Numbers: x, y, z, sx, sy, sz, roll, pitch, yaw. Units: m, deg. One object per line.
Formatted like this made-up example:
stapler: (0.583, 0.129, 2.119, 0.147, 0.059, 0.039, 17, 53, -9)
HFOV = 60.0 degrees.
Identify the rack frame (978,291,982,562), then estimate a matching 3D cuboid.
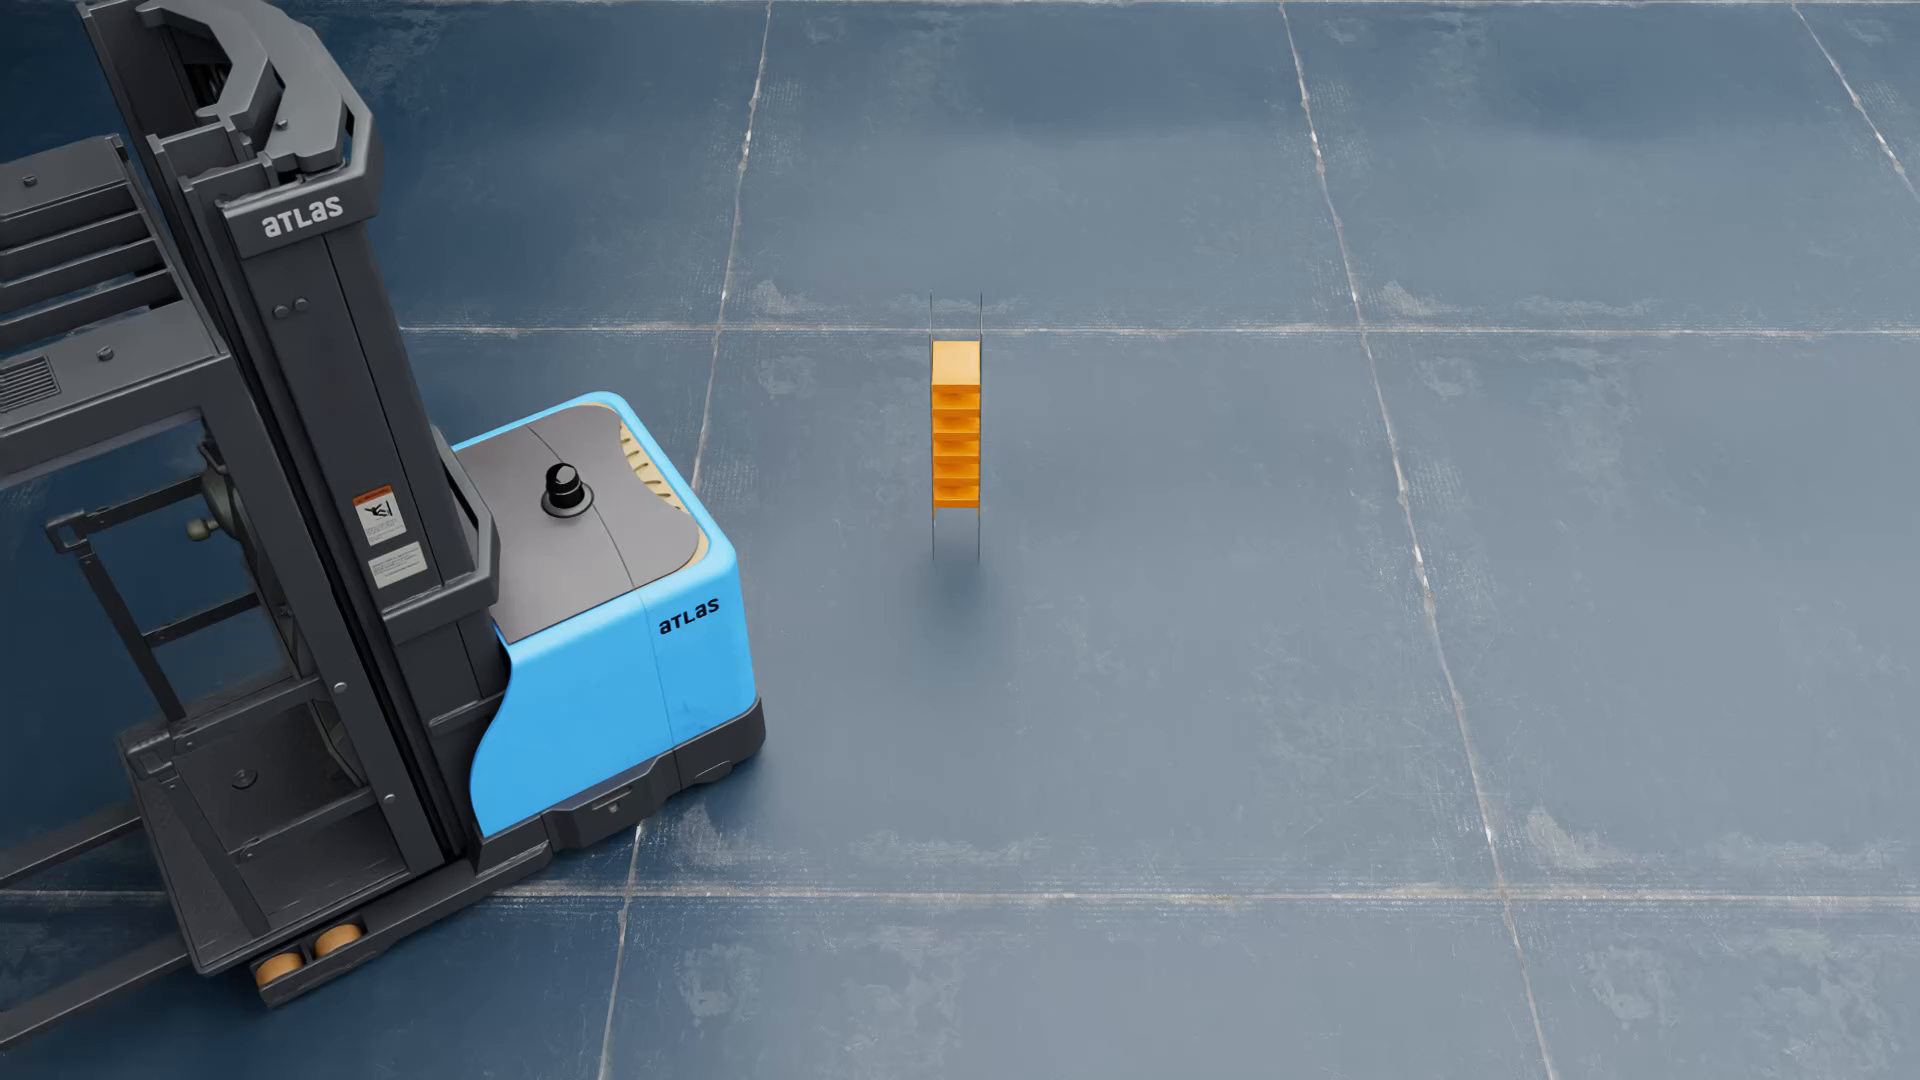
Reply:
rack frame: (0.077, -0.409, 6.391, 0.006, 1.200, 0.240, 0, 47, 0)

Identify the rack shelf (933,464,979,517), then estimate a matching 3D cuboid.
rack shelf: (-0.014, -0.215, 6.600, 0.180, 0.103, 0.258, 0, 47, 0)

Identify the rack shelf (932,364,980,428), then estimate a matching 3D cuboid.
rack shelf: (-0.014, -0.542, 6.248, 0.180, 0.103, 0.258, 0, 47, 0)

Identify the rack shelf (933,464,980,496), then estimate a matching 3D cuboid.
rack shelf: (-0.014, -0.297, 6.512, 0.180, 0.103, 0.258, 0, 47, 0)

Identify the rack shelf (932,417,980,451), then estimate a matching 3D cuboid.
rack shelf: (-0.014, -0.460, 6.336, 0.180, 0.103, 0.258, 0, 47, 0)

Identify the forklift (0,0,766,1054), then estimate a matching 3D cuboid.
forklift: (-2.227, 0.060, 4.772, 3.031, 2.935, 1.130, -25, 52, -21)

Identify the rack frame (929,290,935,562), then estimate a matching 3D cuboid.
rack frame: (-0.106, -0.409, 6.392, 0.006, 1.200, 0.240, 0, 47, 0)

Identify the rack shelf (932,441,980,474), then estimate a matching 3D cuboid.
rack shelf: (-0.014, -0.379, 6.424, 0.180, 0.103, 0.258, 0, 47, 0)

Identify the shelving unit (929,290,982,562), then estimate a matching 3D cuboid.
shelving unit: (-0.014, -0.409, 6.392, 0.189, 1.200, 0.258, 0, 47, 0)

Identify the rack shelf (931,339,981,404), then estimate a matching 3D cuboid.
rack shelf: (-0.014, -0.624, 6.161, 0.180, 0.103, 0.258, 0, 47, 0)
